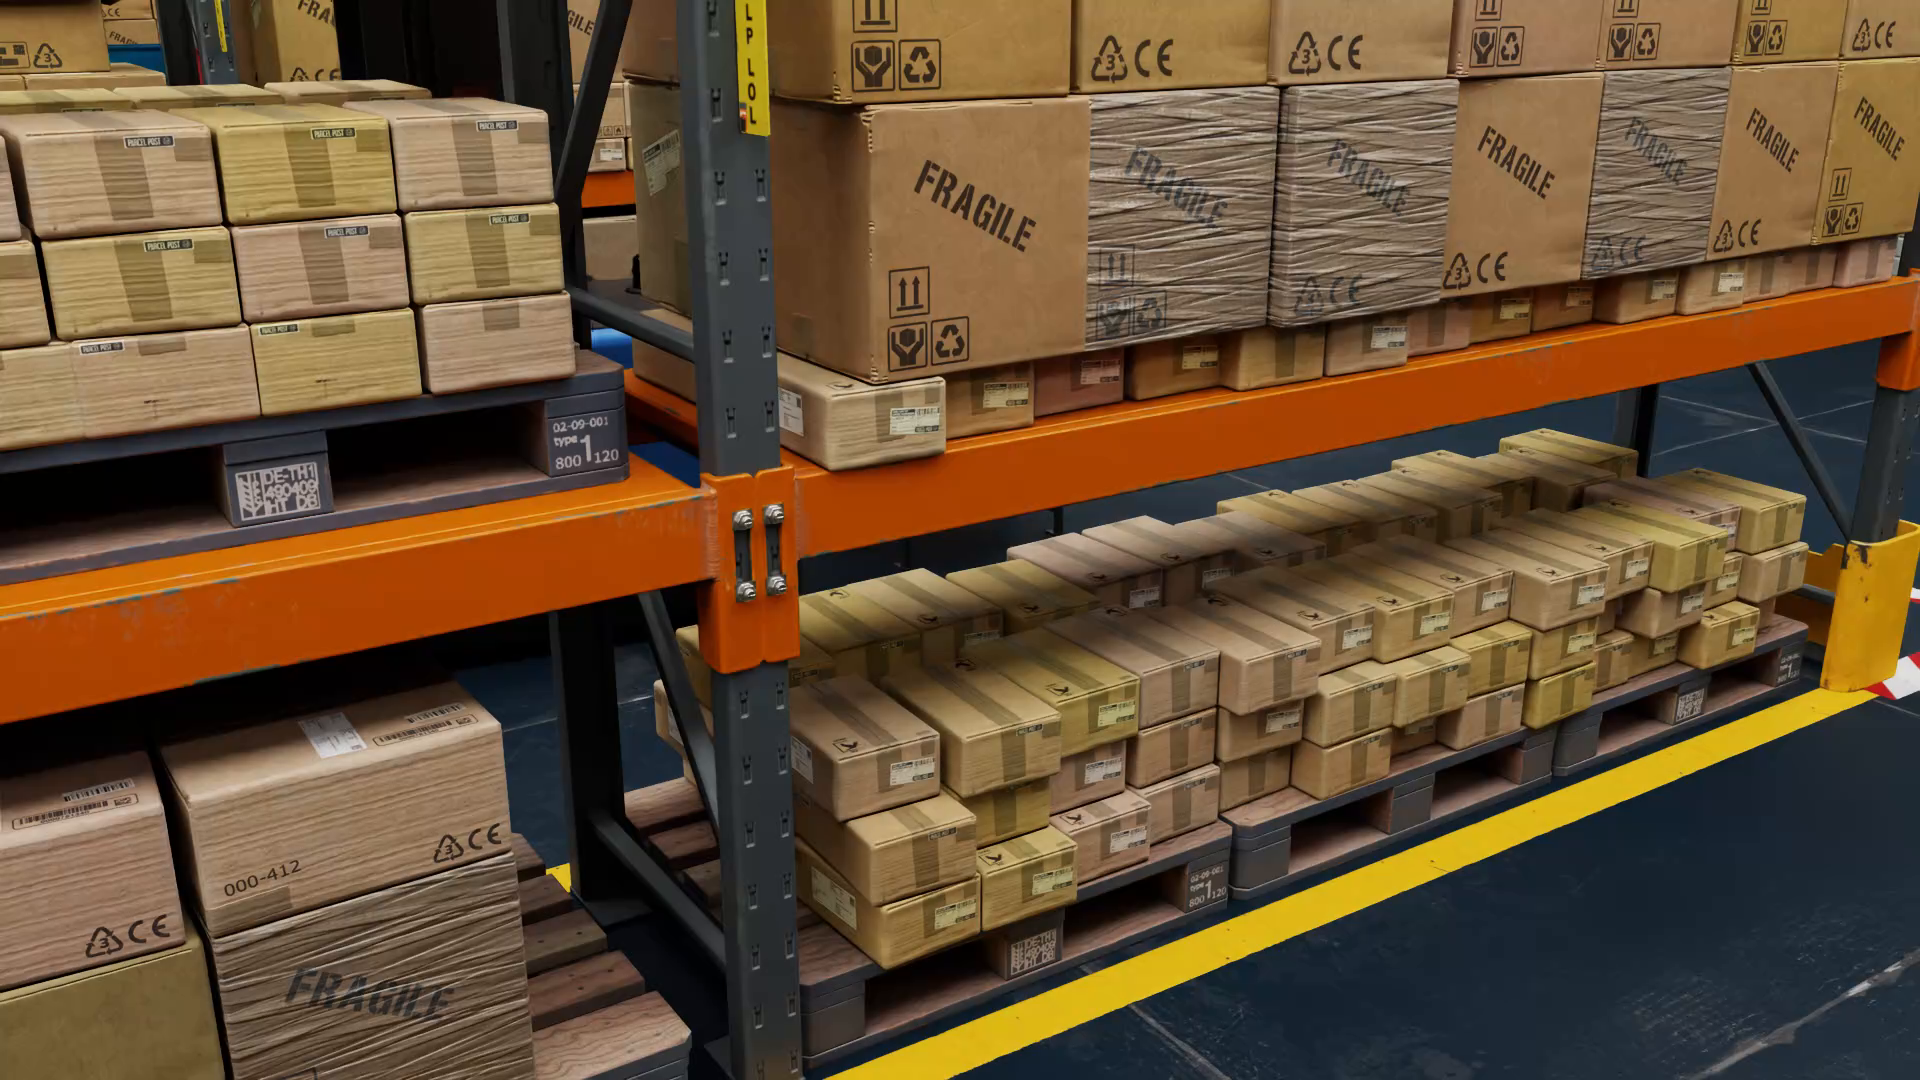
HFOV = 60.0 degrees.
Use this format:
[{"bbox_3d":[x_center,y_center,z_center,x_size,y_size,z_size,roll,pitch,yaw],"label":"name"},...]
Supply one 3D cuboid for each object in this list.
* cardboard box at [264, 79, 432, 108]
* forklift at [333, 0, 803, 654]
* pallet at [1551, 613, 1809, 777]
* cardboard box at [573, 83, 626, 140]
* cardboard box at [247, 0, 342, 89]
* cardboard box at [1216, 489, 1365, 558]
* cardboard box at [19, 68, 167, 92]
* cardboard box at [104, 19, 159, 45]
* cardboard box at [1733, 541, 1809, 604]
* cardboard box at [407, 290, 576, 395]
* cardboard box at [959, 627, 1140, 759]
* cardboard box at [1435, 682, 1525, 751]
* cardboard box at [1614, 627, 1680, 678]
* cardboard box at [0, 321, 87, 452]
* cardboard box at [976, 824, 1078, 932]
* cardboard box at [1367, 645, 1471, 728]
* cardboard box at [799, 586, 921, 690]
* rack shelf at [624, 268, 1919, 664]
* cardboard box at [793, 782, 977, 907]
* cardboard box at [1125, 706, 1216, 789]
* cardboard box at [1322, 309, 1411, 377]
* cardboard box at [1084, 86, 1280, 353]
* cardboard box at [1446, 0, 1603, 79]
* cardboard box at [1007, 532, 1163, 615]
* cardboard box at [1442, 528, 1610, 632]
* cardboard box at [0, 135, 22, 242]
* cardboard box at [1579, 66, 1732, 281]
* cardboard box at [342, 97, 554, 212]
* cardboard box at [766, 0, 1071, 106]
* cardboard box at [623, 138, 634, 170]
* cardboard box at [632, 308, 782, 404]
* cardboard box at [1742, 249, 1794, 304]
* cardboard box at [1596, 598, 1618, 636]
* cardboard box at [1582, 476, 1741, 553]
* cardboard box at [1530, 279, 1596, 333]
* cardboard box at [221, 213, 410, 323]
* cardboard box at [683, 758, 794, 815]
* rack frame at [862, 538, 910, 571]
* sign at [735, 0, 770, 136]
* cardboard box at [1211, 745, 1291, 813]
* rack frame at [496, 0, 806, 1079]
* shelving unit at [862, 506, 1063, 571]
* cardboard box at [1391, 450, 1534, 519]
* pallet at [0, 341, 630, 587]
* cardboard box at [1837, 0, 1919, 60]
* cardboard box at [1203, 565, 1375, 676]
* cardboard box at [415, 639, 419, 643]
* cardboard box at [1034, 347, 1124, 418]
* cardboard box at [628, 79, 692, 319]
[{"bbox_3d":[-1.227,-0.836,3.343,0.250,0.149,0.380,-11,21,-29],"label":"cardboard box"},{"bbox_3d":[-2.130,-1.087,5.384,3.031,2.935,1.130,-8,20,-22],"label":"forklift"},{"bbox_3d":[1.934,0.342,5.402,1.213,0.211,1.003,-12,22,-31],"label":"pallet"},{"bbox_3d":[-1.905,-2.027,7.827,0.500,0.250,0.500,-11,22,-30],"label":"cardboard box"},{"bbox_3d":[-2.748,-2.207,7.187,0.500,0.500,0.500,-12,22,-31],"label":"cardboard box"},{"bbox_3d":[0.983,-0.017,4.979,0.250,0.149,0.380,-12,22,-31],"label":"cardboard box"},{"bbox_3d":[-3.529,-1.657,6.808,0.500,0.500,0.500,-12,22,-31],"label":"cardboard box"},{"bbox_3d":[-7.732,-4.571,15.426,0.500,0.500,0.500,-11,22,-30],"label":"cardboard box"},{"bbox_3d":[2.412,0.054,5.232,0.250,0.149,0.380,-13,22,-33],"label":"cardboard box"},{"bbox_3d":[-0.868,-0.378,2.916,0.250,0.149,0.380,-12,22,-33],"label":"cardboard box"},{"bbox_3d":[0.203,0.353,3.884,0.250,0.149,0.380,-12,22,-32],"label":"cardboard box"},{"bbox_3d":[1.327,0.422,4.609,0.250,0.149,0.380,-11,22,-30],"label":"cardboard box"},{"bbox_3d":[1.943,0.270,5.057,0.250,0.149,0.380,-12,22,-32],"label":"cardboard box"},{"bbox_3d":[-1.503,-0.245,2.522,0.250,0.149,0.380,-13,23,-34],"label":"cardboard box"},{"bbox_3d":[0.058,0.705,3.770,0.250,0.149,0.380,-11,22,-30],"label":"cardboard box"},{"bbox_3d":[1.114,0.337,4.395,0.250,0.149,0.380,-12,22,-31],"label":"cardboard box"},{"bbox_3d":[-0.300,0.261,4.157,0.250,0.149,0.380,-12,22,-31],"label":"cardboard box"},{"bbox_3d":[1.025,-0.433,4.464,4.000,0.370,1.077,-12,22,-31],"label":"rack shelf"},{"bbox_3d":[-0.166,0.611,3.584,0.250,0.149,0.380,-11,21,-29],"label":"cardboard box"},{"bbox_3d":[0.406,0.443,4.081,0.250,0.149,0.380,-13,23,-34],"label":"cardboard box"},{"bbox_3d":[0.844,-0.509,3.960,0.250,0.149,0.380,-11,21,-29],"label":"cardboard box"},{"bbox_3d":[0.316,-0.718,3.565,0.500,0.500,0.500,-12,22,-31],"label":"cardboard box"},{"bbox_3d":[1.158,-1.363,3.912,0.500,0.500,0.500,-13,23,-33],"label":"cardboard box"},{"bbox_3d":[0.339,0.118,4.580,0.250,0.149,0.380,-13,23,-34],"label":"cardboard box"},{"bbox_3d":[1.560,0.105,4.619,0.250,0.149,0.380,-11,22,-29],"label":"cardboard box"},{"bbox_3d":[-1.533,-0.521,2.410,0.250,0.149,0.380,-12,22,-32],"label":"cardboard box"},{"bbox_3d":[1.611,-0.985,4.353,0.500,0.500,0.500,-12,22,-31],"label":"cardboard box"},{"bbox_3d":[-0.873,-0.660,2.821,0.250,0.149,0.380,-11,21,-29],"label":"cardboard box"},{"bbox_3d":[-0.134,-1.097,3.125,0.500,0.500,0.500,-11,22,-30],"label":"cardboard box"},{"bbox_3d":[-1.558,-1.885,8.028,0.250,0.149,0.380,-13,22,-33],"label":"cardboard box"},{"bbox_3d":[-0.535,-0.415,3.681,0.250,0.149,0.380,-12,22,-32],"label":"cardboard box"},{"bbox_3d":[2.149,-0.792,4.795,0.250,0.149,0.380,-12,22,-32],"label":"cardboard box"},{"bbox_3d":[1.698,0.166,4.901,0.250,0.149,0.380,-12,22,-32],"label":"cardboard box"},{"bbox_3d":[2.151,-0.066,5.123,0.250,0.149,0.380,-11,22,-30],"label":"cardboard box"},{"bbox_3d":[1.454,-0.670,4.436,0.250,0.149,0.380,-13,23,-34],"label":"cardboard box"},{"bbox_3d":[-1.088,-0.472,2.730,0.250,0.149,0.380,-12,22,-31],"label":"cardboard box"},{"bbox_3d":[-0.505,0.570,4.170,0.250,0.149,0.380,-12,22,-31],"label":"cardboard box"},{"bbox_3d":[-0.311,-0.645,6.310,0.023,1.500,0.400,-12,22,-31],"label":"rack frame"},{"bbox_3d":[-0.337,-0.822,2.684,0.005,0.325,0.100,-12,22,-31],"label":"sign"},{"bbox_3d":[0.627,0.533,4.280,0.250,0.149,0.380,-13,23,-34],"label":"cardboard box"},{"bbox_3d":[-0.645,-0.421,3.307,0.127,3.000,1.000,-12,22,-31],"label":"rack frame"},{"bbox_3d":[-0.006,-0.709,6.501,0.755,1.500,0.431,-12,22,-31],"label":"shelving unit"},{"bbox_3d":[1.626,-0.164,5.412,0.250,0.149,0.380,-12,22,-32],"label":"cardboard box"},{"bbox_3d":[-1.364,-0.234,3.054,1.213,0.211,1.003,-12,22,-31],"label":"pallet"},{"bbox_3d":[2.450,-1.640,4.732,0.500,0.500,0.500,-12,22,-32],"label":"cardboard box"},{"bbox_3d":[0.848,0.208,4.313,0.250,0.149,0.380,-13,23,-34],"label":"cardboard box"},{"bbox_3d":[-1.408,0.268,3.344,0.500,0.250,0.500,-13,23,-34],"label":"cardboard box"},{"bbox_3d":[0.140,-0.391,3.609,0.250,0.149,0.380,-13,23,-34],"label":"cardboard box"},{"bbox_3d":[-0.397,-0.770,3.719,0.500,0.500,0.500,-12,22,-31],"label":"cardboard box"}]
